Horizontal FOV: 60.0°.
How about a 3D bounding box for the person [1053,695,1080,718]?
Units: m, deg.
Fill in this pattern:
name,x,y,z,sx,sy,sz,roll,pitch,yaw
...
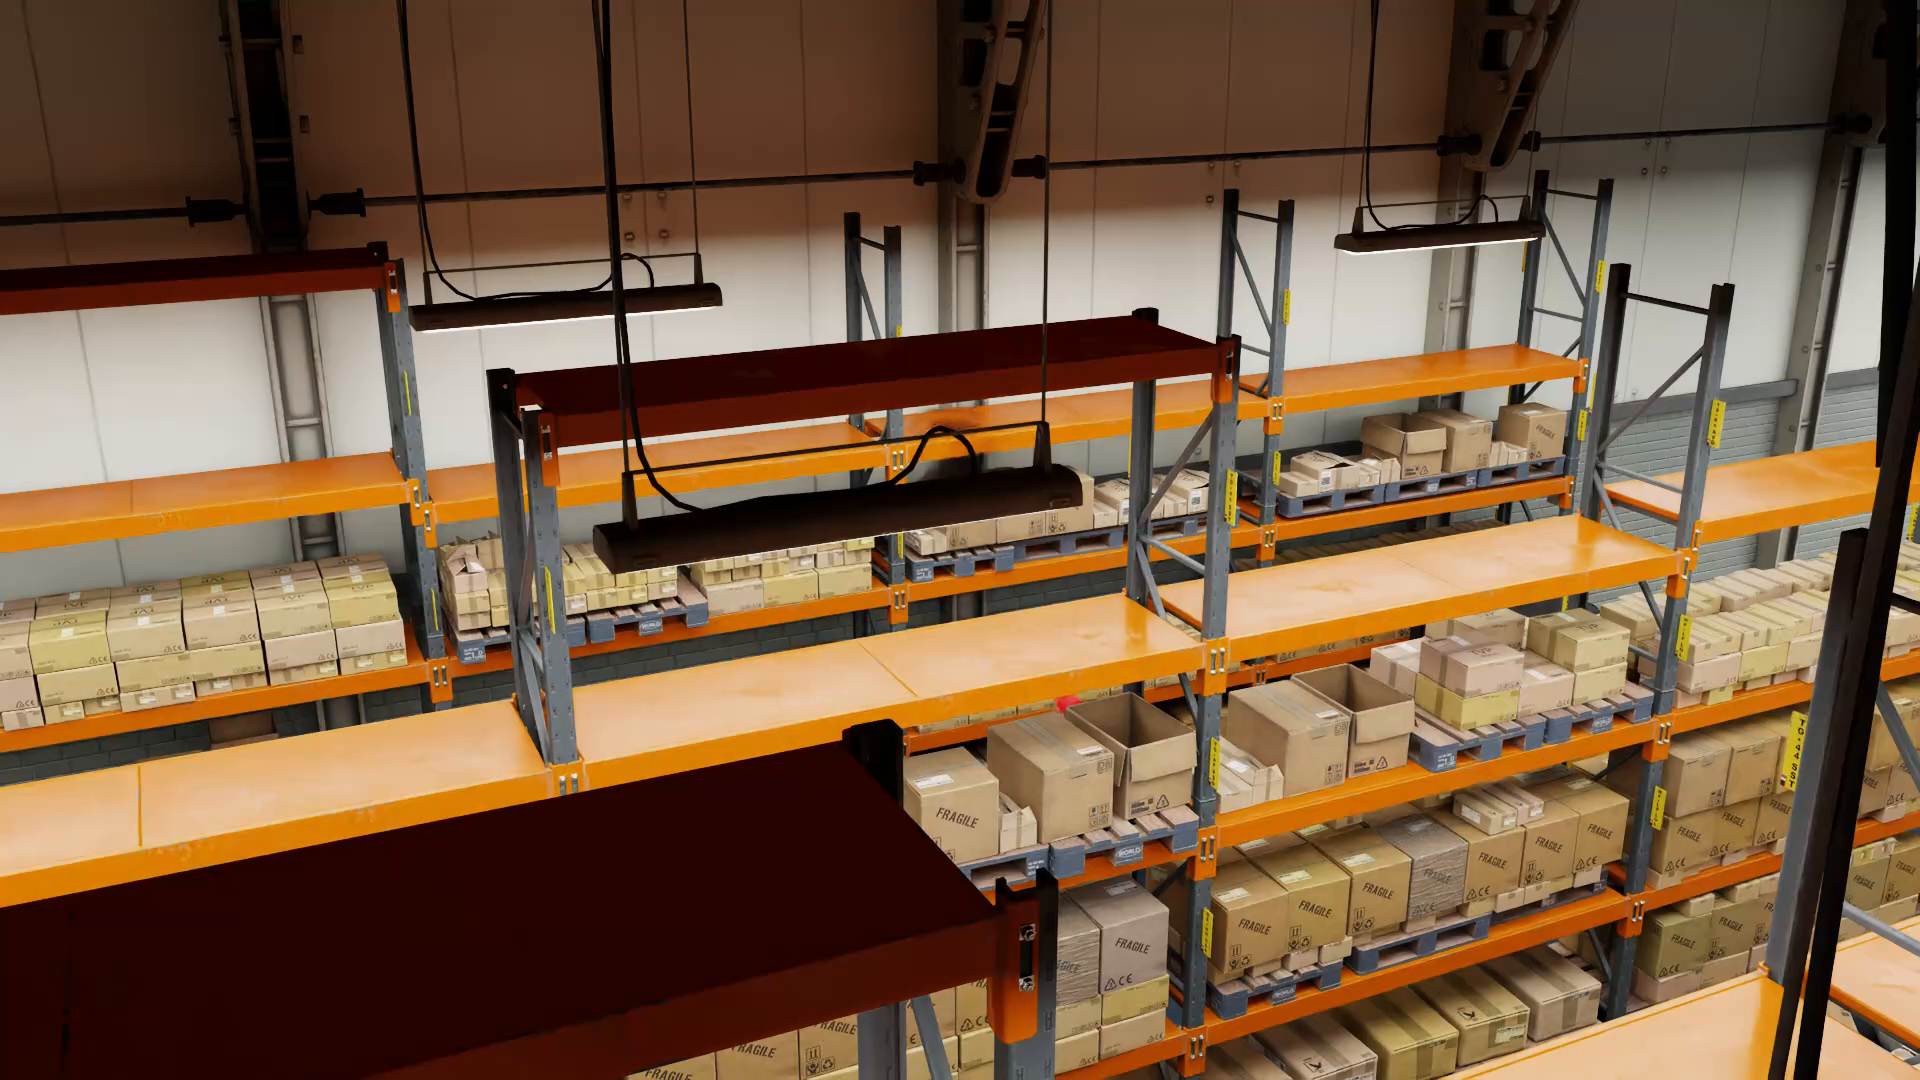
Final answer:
name,x,y,z,sx,sy,sz,roll,pitch,yaw
person,0.849,2.150,14.860,0.451,1.771,0.588,3,19,9
